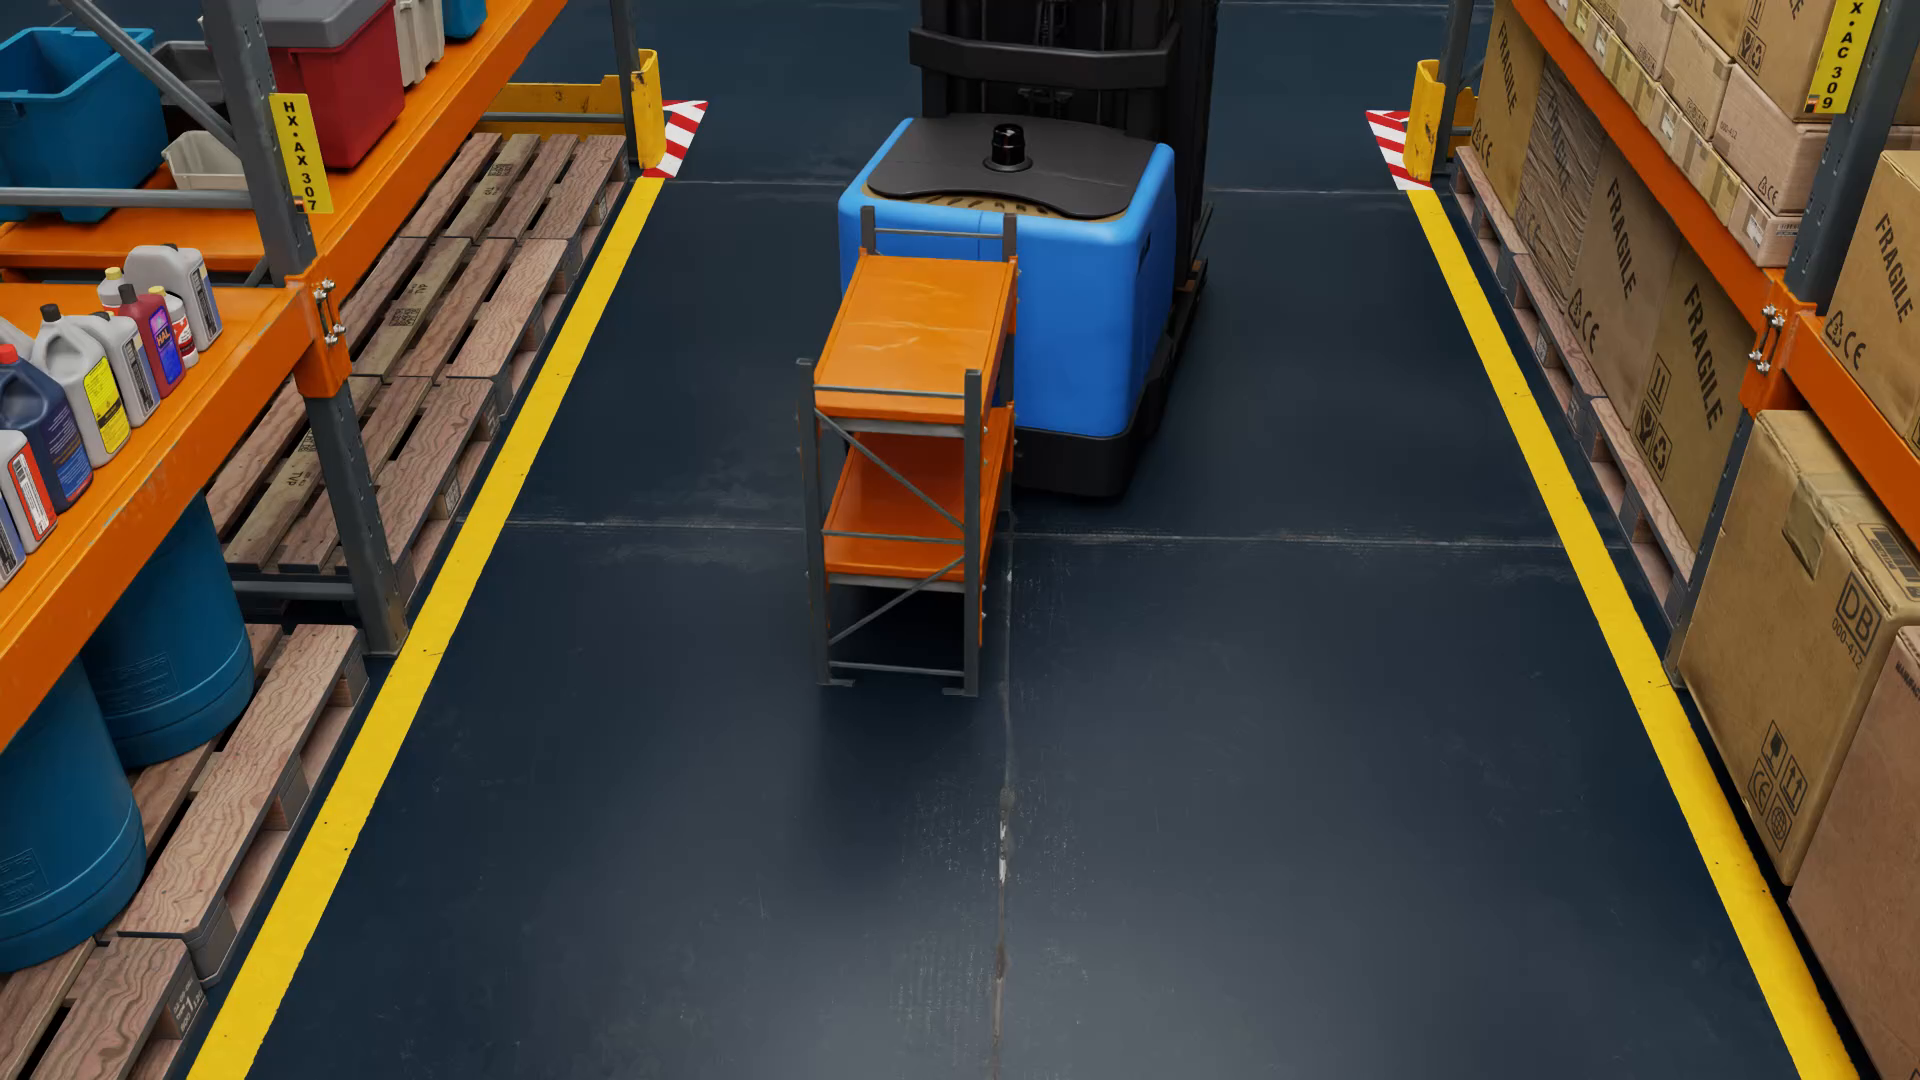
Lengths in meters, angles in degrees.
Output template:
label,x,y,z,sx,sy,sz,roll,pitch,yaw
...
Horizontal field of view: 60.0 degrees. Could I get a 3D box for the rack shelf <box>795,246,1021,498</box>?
label,x,y,z,sx,sy,sz,roll,pitch,yaw
rack shelf,-0.130,-0.534,5.023,0.538,0.278,1.000,4,35,6

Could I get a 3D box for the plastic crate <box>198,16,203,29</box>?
label,x,y,z,sx,sy,sz,roll,pitch,yaw
plastic crate,-2.493,-1.827,5.919,0.293,0.136,0.466,1,35,2

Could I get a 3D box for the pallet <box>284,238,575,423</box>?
label,x,y,z,sx,sy,sz,roll,pitch,yaw
pallet,-2.225,-0.889,6.831,1.003,0.211,1.213,1,35,2

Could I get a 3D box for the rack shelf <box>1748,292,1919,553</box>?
label,x,y,z,sx,sy,sz,roll,pitch,yaw
rack shelf,2.606,0.654,2.836,1.077,0.370,4.000,1,35,2

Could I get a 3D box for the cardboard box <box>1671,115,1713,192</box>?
label,x,y,z,sx,sy,sz,roll,pitch,yaw
cardboard box,2.392,-1.164,5.016,0.380,0.149,0.250,1,35,1

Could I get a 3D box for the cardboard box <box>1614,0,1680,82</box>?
label,x,y,z,sx,sy,sz,roll,pitch,yaw
cardboard box,2.481,-1.700,5.431,0.500,0.250,0.500,2,35,3

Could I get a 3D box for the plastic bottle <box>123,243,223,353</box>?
label,x,y,z,sx,sy,sz,roll,pitch,yaw
plastic bottle,-1.955,-0.619,4.129,0.152,0.276,0.135,1,35,2

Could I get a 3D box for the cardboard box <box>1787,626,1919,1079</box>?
label,x,y,z,sx,sy,sz,roll,pitch,yaw
cardboard box,2.646,0.790,3.500,1.225,0.875,0.875,0,35,0

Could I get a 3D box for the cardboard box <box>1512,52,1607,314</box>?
label,x,y,z,sx,sy,sz,roll,pitch,yaw
cardboard box,2.865,-1.497,6.754,0.875,0.875,0.875,1,35,2

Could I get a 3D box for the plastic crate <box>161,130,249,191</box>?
label,x,y,z,sx,sy,sz,roll,pitch,yaw
plastic crate,-2.101,-1.084,4.861,0.396,0.136,0.243,1,35,2

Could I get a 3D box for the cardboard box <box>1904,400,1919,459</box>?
label,x,y,z,sx,sy,sz,roll,pitch,yaw
cardboard box,2.399,-0.282,3.456,0.500,0.500,0.500,1,35,2

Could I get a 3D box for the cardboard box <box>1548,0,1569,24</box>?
label,x,y,z,sx,sy,sz,roll,pitch,yaw
cardboard box,2.454,-2.049,6.275,0.380,0.149,0.250,1,35,1

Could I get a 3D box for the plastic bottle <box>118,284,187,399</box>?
label,x,y,z,sx,sy,sz,roll,pitch,yaw
plastic bottle,-1.919,-0.488,3.937,0.061,0.283,0.133,1,35,2

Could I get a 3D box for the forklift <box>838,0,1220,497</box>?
label,x,y,z,sx,sy,sz,roll,pitch,yaw
forklift,0.454,-2.194,6.323,1.130,2.935,3.031,9,36,12

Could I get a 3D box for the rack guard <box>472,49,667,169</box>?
label,x,y,z,sx,sy,sz,roll,pitch,yaw
rack guard,-2.114,-2.193,8.435,1.175,0.500,0.348,1,35,2

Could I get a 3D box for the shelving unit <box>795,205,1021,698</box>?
label,x,y,z,sx,sy,sz,roll,pitch,yaw
shelving unit,-0.130,-0.295,5.191,0.538,1.125,1.048,4,35,6

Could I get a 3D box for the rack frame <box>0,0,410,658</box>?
label,x,y,z,sx,sy,sz,roll,pitch,yaw
rack frame,-2.262,-0.903,4.427,1.000,3.000,0.127,1,35,2

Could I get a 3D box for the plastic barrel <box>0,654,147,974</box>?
label,x,y,z,sx,sy,sz,roll,pitch,yaw
plastic barrel,-2.330,0.502,3.886,0.600,0.901,0.708,1,35,2

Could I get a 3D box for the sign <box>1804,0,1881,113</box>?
label,x,y,z,sx,sy,sz,roll,pitch,yaw
sign,2.132,-1.187,4.009,0.100,0.325,0.005,1,35,2

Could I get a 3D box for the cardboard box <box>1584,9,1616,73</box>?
label,x,y,z,sx,sy,sz,roll,pitch,yaw
cardboard box,2.434,-1.753,5.855,0.380,0.149,0.250,2,35,3

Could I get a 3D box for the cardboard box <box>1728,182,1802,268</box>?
label,x,y,z,sx,sy,sz,roll,pitch,yaw
cardboard box,2.372,-0.869,4.596,0.380,0.149,0.250,2,35,2

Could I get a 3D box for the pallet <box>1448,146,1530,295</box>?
label,x,y,z,sx,sy,sz,roll,pitch,yaw
pallet,2.893,-1.485,7.679,1.003,0.211,1.213,1,35,2

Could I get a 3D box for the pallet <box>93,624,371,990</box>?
label,x,y,z,sx,sy,sz,roll,pitch,yaw
pallet,-2.335,0.680,4.599,1.003,0.211,1.213,1,35,2

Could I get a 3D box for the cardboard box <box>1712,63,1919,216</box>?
label,x,y,z,sx,sy,sz,roll,pitch,yaw
cardboard box,2.442,-1.109,4.591,0.500,0.250,0.500,1,35,1

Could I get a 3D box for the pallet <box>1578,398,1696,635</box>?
label,x,y,z,sx,sy,sz,roll,pitch,yaw
pallet,2.795,-0.083,5.685,1.003,0.211,1.213,1,35,2

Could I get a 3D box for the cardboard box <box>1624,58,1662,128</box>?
label,x,y,z,sx,sy,sz,roll,pitch,yaw
cardboard box,2.412,-1.460,5.437,0.380,0.149,0.250,2,35,3

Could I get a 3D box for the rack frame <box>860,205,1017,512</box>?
label,x,y,z,sx,sy,sz,roll,pitch,yaw
rack frame,-0.068,-0.585,5.604,0.500,1.125,0.032,4,35,6

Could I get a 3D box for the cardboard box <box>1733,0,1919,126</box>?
label,x,y,z,sx,sy,sz,roll,pitch,yaw
cardboard box,2.438,-1.426,4.390,0.500,0.500,0.500,2,35,3

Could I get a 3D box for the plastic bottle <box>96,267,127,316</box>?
label,x,y,z,sx,sy,sz,roll,pitch,yaw
plastic bottle,-2.081,-0.580,4.140,0.097,0.201,0.097,0,35,0

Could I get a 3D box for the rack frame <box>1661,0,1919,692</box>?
label,x,y,z,sx,sy,sz,roll,pitch,yaw
rack frame,2.687,-0.789,4.264,1.000,3.000,0.127,1,35,2

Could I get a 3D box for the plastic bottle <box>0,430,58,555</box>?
label,x,y,z,sx,sy,sz,roll,pitch,yaw
plastic bottle,-1.990,-0.119,3.419,0.152,0.276,0.135,1,35,2

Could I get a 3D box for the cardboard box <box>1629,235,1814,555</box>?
label,x,y,z,sx,sy,sz,roll,pitch,yaw
cardboard box,2.793,-0.469,5.291,0.875,0.875,0.875,1,35,2

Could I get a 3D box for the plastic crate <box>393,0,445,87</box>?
label,x,y,z,sx,sy,sz,roll,pitch,yaw
plastic crate,-2.017,-1.752,5.686,0.437,0.282,0.530,1,35,2

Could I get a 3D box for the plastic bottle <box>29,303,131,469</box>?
label,x,y,z,sx,sy,sz,roll,pitch,yaw
plastic bottle,-1.972,-0.347,3.679,0.144,0.351,0.185,1,35,2

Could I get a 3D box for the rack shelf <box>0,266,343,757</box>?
label,x,y,z,sx,sy,sz,roll,pitch,yaw
rack shelf,-2.343,0.540,2.998,1.077,0.370,4.000,1,35,2
